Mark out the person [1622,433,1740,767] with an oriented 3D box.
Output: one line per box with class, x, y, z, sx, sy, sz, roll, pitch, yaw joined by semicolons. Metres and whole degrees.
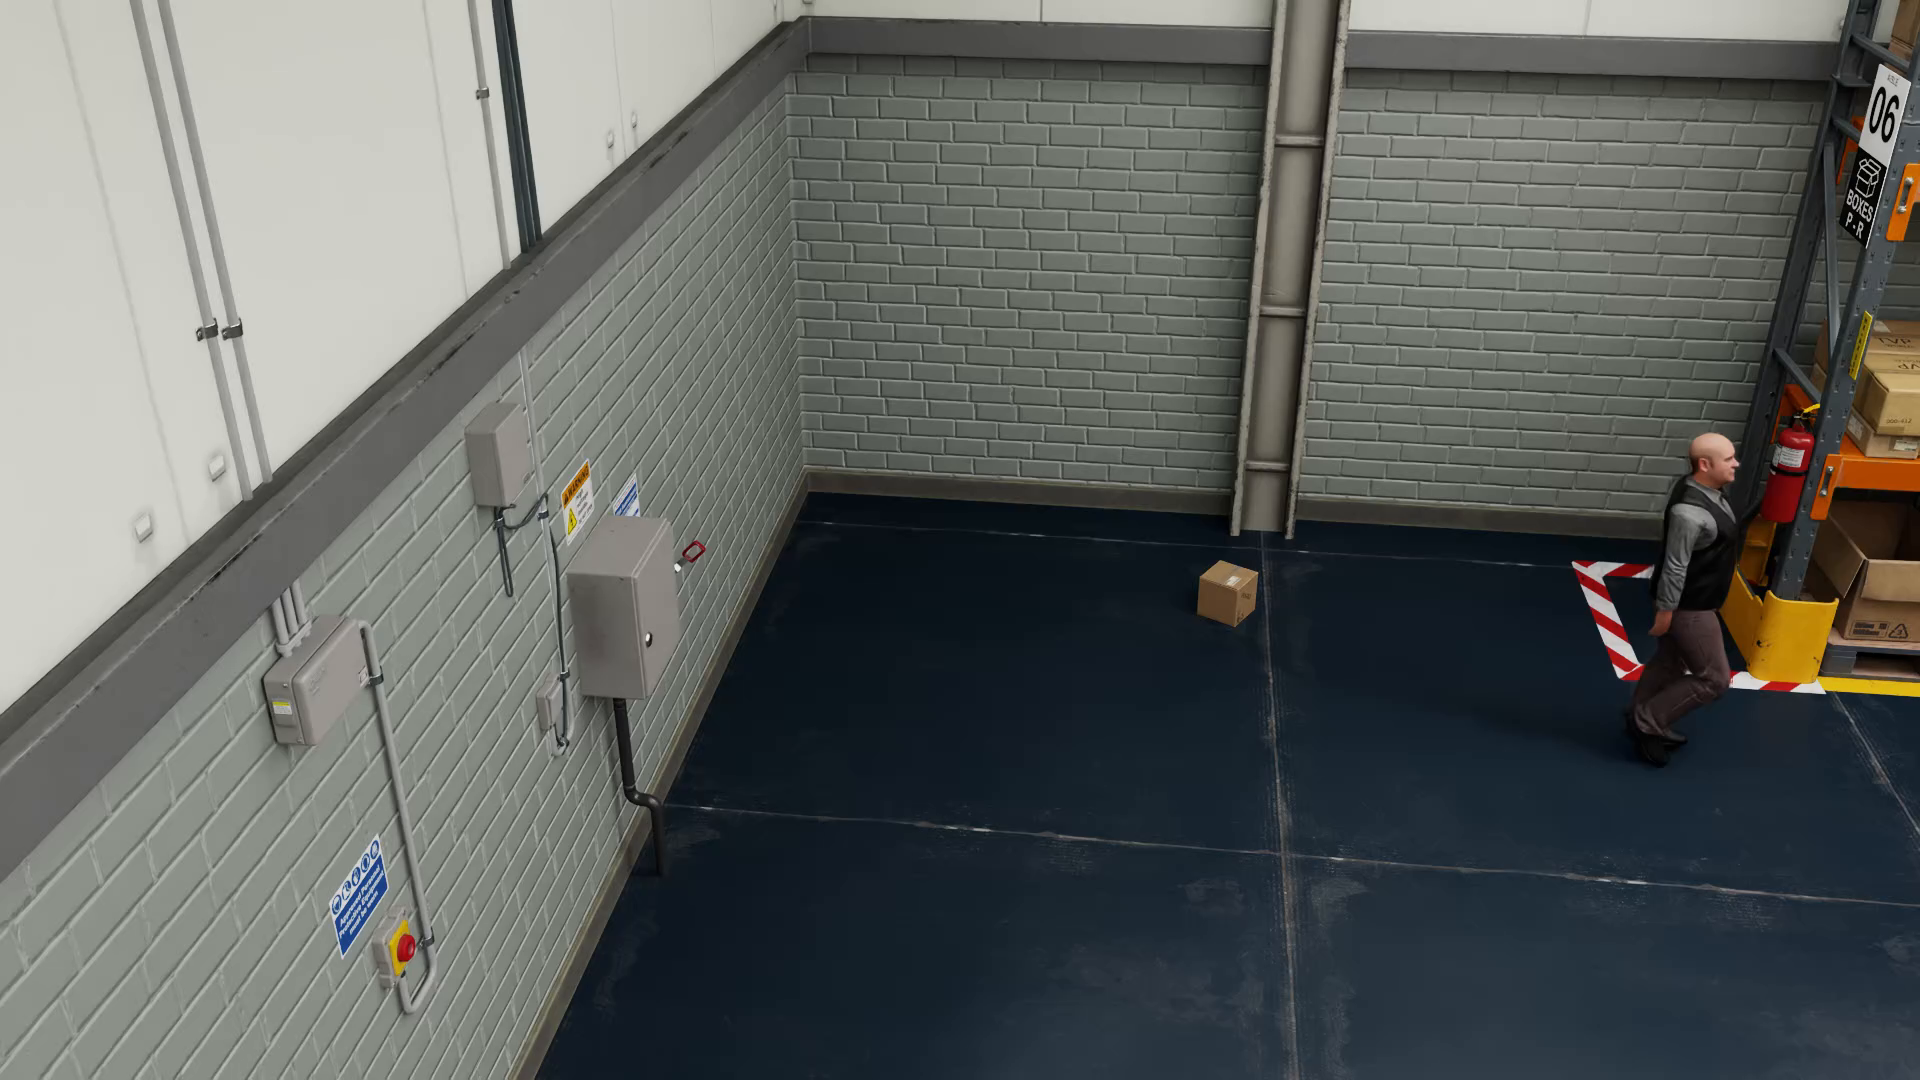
person;3.568;0.307;8.057;0.453;1.746;0.536;13;31;23
